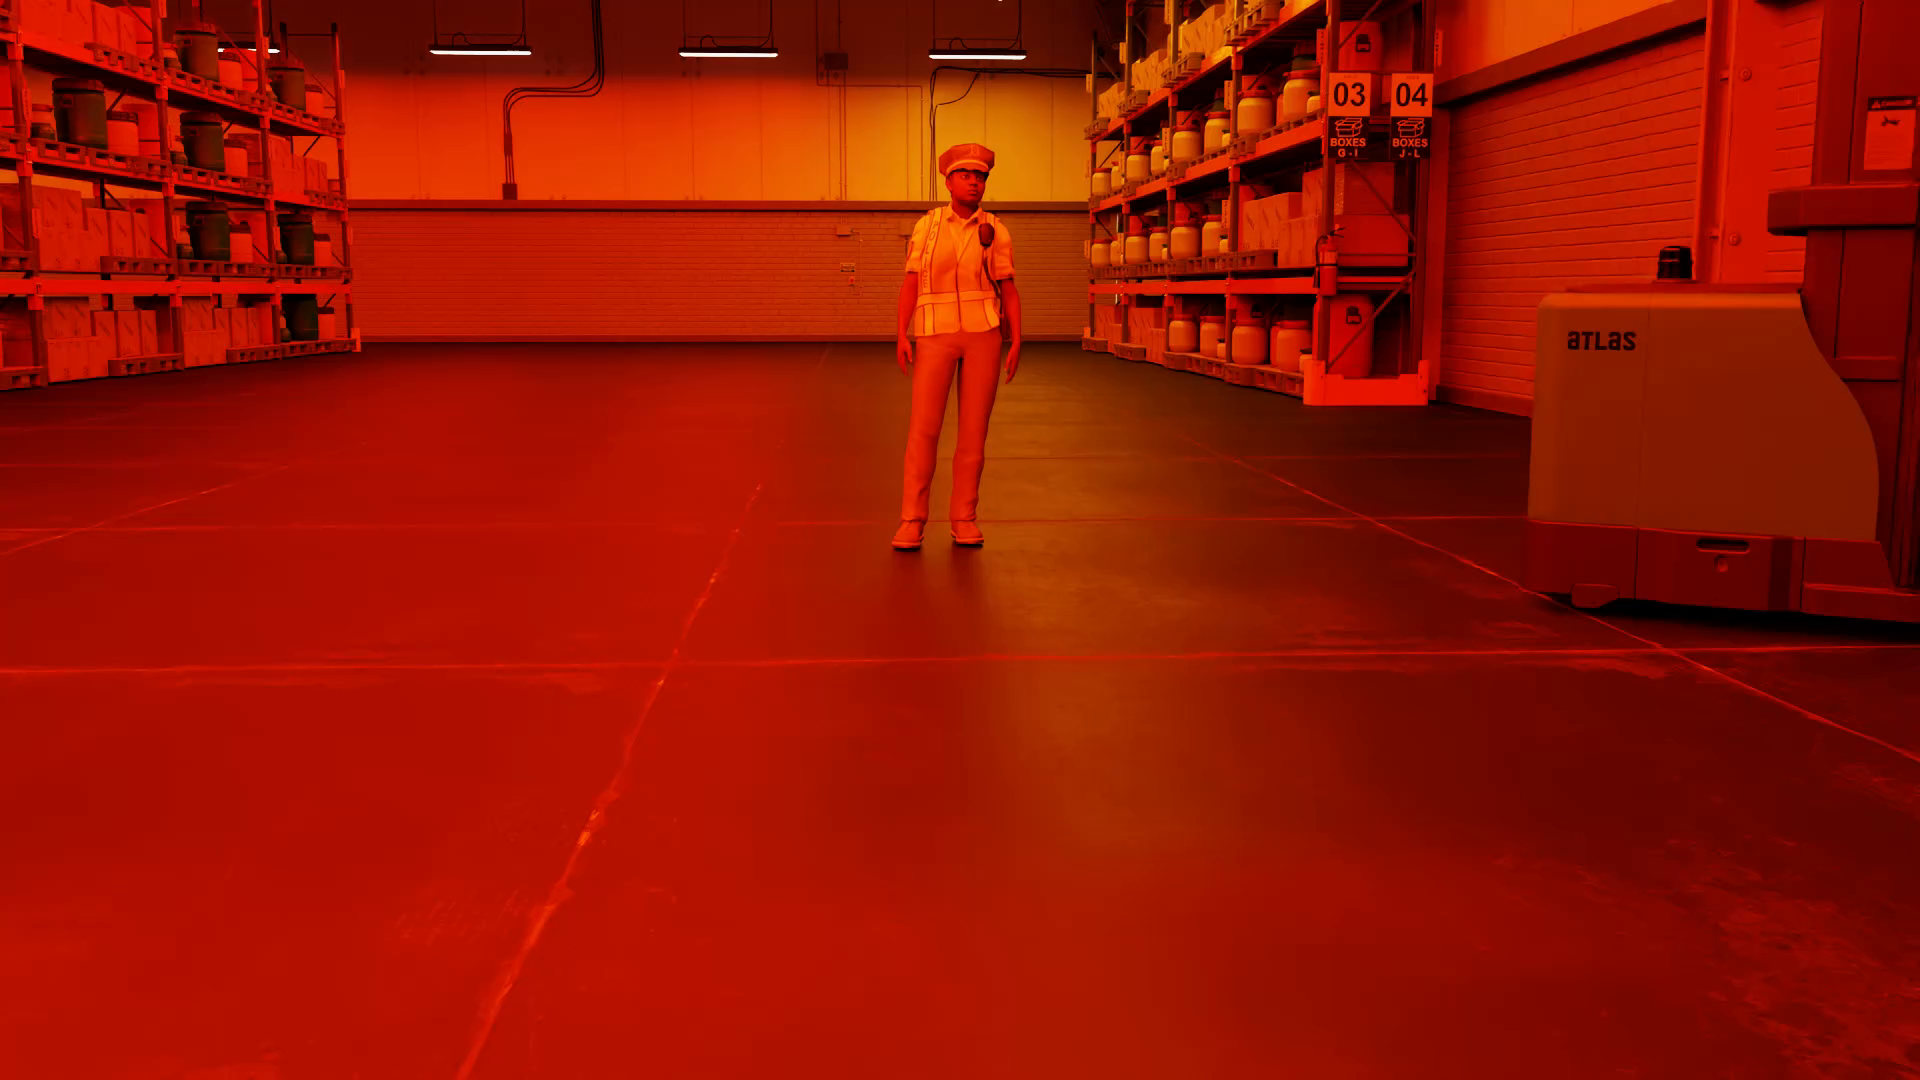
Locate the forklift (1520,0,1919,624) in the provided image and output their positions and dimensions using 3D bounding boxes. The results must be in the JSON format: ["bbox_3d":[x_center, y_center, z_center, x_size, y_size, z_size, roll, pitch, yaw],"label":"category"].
[{"bbox_3d":[3.477,-1.173,5.231,3.031,2.935,1.130,4,9,27],"label":"forklift"}]

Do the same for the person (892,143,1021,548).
[{"bbox_3d":[-0.015,-0.834,7.109,0.570,1.697,0.528,-1,8,-4],"label":"person"}]
